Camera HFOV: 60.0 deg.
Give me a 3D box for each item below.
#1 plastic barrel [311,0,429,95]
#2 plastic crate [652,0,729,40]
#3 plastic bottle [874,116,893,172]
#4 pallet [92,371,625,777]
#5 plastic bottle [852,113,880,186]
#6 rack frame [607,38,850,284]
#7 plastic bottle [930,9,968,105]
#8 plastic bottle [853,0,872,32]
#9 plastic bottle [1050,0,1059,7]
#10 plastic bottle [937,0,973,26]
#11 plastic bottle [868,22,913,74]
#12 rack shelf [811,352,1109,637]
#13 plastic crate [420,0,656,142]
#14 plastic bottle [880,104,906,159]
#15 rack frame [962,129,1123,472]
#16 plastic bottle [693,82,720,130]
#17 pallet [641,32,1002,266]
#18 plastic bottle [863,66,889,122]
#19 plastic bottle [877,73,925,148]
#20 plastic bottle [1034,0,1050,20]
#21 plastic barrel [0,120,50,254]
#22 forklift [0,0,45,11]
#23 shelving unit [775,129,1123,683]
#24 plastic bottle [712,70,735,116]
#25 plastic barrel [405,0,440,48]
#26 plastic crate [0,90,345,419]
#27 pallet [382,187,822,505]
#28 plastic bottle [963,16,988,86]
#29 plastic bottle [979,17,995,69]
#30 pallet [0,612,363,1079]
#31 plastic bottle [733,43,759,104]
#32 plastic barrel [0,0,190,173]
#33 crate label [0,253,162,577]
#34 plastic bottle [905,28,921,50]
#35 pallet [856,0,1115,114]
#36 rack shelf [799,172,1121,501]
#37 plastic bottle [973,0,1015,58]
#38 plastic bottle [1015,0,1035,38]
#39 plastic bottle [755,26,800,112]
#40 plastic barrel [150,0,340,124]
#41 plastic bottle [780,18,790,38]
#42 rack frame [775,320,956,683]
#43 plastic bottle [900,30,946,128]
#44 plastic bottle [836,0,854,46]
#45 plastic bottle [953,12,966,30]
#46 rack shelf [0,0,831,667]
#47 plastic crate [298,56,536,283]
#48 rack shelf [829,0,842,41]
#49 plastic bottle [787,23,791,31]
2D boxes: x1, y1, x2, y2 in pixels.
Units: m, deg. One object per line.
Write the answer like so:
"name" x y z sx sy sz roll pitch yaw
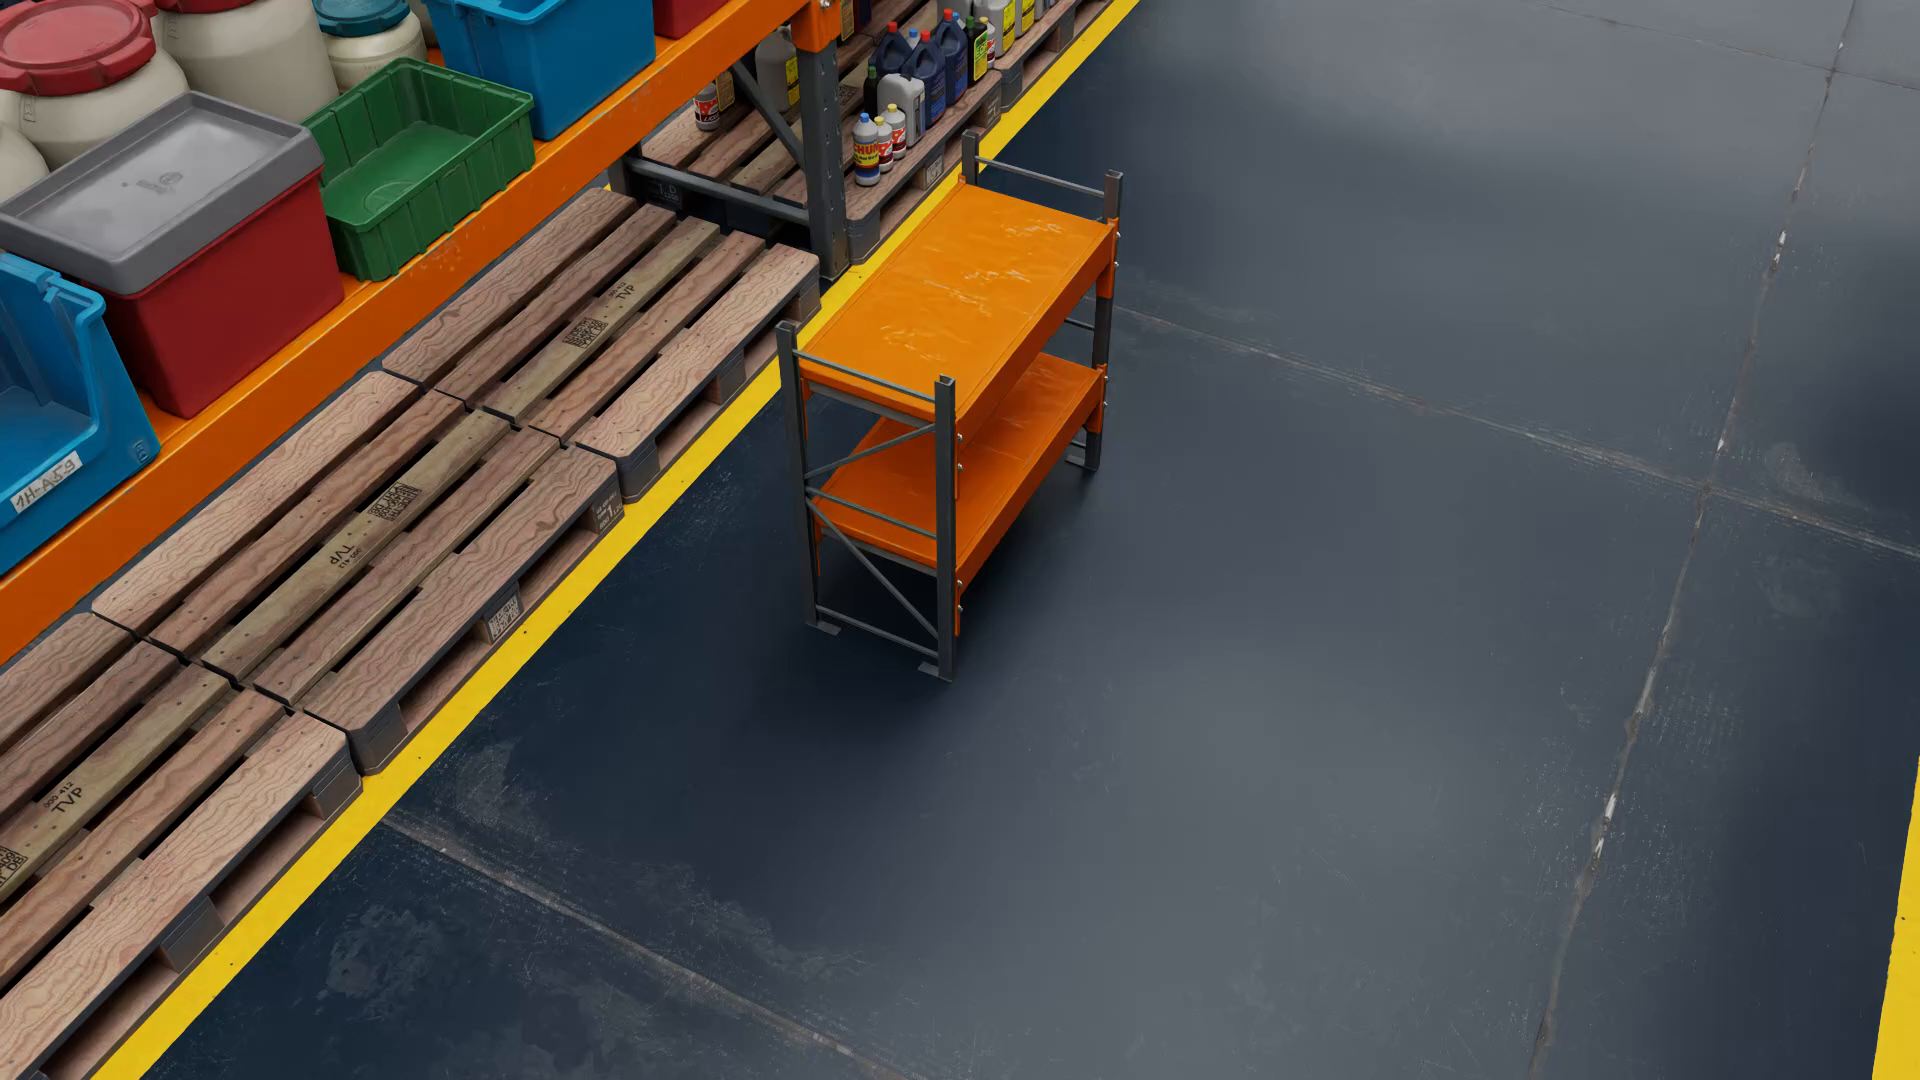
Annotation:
"plastic barrel" -1.636 -1.380 4.602 0.301 0.262 0.301 0 45 0
"plastic crate" -0.840 -1.828 4.903 0.402 0.464 0.583 20 49 19
"plastic bottle" -0.303 -1.503 6.284 0.097 0.201 0.097 0 45 0
"pallet" -1.782 0.047 5.055 1.003 0.211 1.213 20 49 19
"plastic bottle" -0.350 -1.463 6.196 0.097 0.271 0.097 0 45 0
"rack frame" -0.886 -2.212 5.327 1.000 3.000 0.127 20 49 19
"plastic bottle" -0.056 -1.926 6.597 0.144 0.351 0.185 19 48 17
"plastic bottle" -0.430 -2.303 7.018 0.061 0.283 0.133 20 49 19
"plastic bottle" 0.365 -2.477 7.195 0.152 0.276 0.135 21 49 19
"plastic bottle" -0.002 -2.200 6.921 0.152 0.276 0.135 20 49 19
"plastic bottle" -0.272 -1.854 6.527 0.144 0.351 0.185 20 49 19
"rack shelf" -0.003 -0.219 5.020 0.538 0.278 1.000 20 49 19
"plastic crate" -1.123 -1.408 4.544 0.392 0.384 0.575 20 49 19
"plastic bottle" -0.256 -1.567 6.348 0.097 0.201 0.097 0 45 0
"rack frame" 0.233 -0.711 5.162 0.500 1.125 0.032 20 49 19
"plastic bottle" -0.994 -1.714 6.493 0.097 0.201 0.097 0 45 0
"pallet" -0.537 -1.641 6.723 1.003 0.211 1.213 20 49 19
"plastic bottle" -0.319 -1.715 6.437 0.061 0.283 0.133 20 49 19
"plastic bottle" -0.224 -1.678 6.405 0.152 0.276 0.135 22 49 20
"plastic bottle" 0.301 -2.390 7.109 0.152 0.276 0.135 19 48 18
"plastic barrel" -2.259 -0.715 3.769 0.421 0.512 0.421 0 45 0
"forklift" -3.551 -2.597 5.756 1.130 2.935 3.031 32 54 28
"shelving unit" -0.003 -0.391 4.846 0.538 1.125 1.048 20 49 19
"plastic bottle" -0.955 -1.824 6.544 0.061 0.283 0.133 23 50 21
"plastic barrel" -1.525 -1.729 4.754 0.433 0.535 0.433 0 45 0
"plastic crate" -1.722 -0.631 3.720 0.402 0.464 0.583 20 49 19
"pallet" -1.216 -0.724 5.817 1.003 0.211 1.213 20 49 19
"plastic bottle" 0.057 -1.992 6.710 0.061 0.283 0.133 23 50 21
"plastic bottle" 0.096 -2.044 6.819 0.097 0.201 0.097 0 45 0
"pallet" -2.349 0.813 4.298 1.003 0.211 1.213 20 49 19
"plastic bottle" -0.842 -1.936 6.608 0.144 0.351 0.185 19 48 18
"plastic barrel" -2.066 -0.994 4.028 0.433 0.535 0.433 0 45 0
"crate label" -2.042 -0.241 3.354 0.502 0.435 0.616 20 49 19
"plastic bottle" -0.184 -1.910 6.638 0.097 0.271 0.097 0 45 0
"pallet" 0.028 -2.412 7.486 1.003 0.211 1.213 20 49 19
"rack shelf" -0.003 -0.597 4.638 0.538 0.278 1.000 20 49 19
"plastic bottle" 0.141 -2.193 6.862 0.144 0.351 0.185 20 49 19
"plastic bottle" 0.227 -2.311 6.978 0.144 0.351 0.185 22 49 21
"plastic bottle" -0.715 -1.889 6.561 0.144 0.351 0.185 20 49 19
"plastic barrel" -1.865 -1.267 4.298 0.433 0.535 0.433 0 45 0
"plastic bottle" -0.753 -2.057 6.727 0.144 0.351 0.185 18 48 17
"rack frame" -0.239 -0.071 4.529 0.500 1.125 0.032 20 49 19
"plastic bottle" -0.144 -1.807 6.480 0.144 0.351 0.185 22 49 20
"plastic bottle" -0.501 -2.219 6.935 0.061 0.283 0.133 20 49 19
"plastic bottle" -0.021 -2.003 6.729 0.097 0.271 0.097 0 45 0
"rack shelf" -1.815 -0.699 4.338 1.077 0.370 4.000 20 49 19
"plastic crate" -1.445 -0.947 4.226 0.450 0.188 0.662 20 49 19
"rack shelf" 0.042 -3.219 6.828 1.077 0.370 4.000 20 49 19
"plastic bottle" -0.611 -1.998 6.721 0.152 0.276 0.135 20 49 19
